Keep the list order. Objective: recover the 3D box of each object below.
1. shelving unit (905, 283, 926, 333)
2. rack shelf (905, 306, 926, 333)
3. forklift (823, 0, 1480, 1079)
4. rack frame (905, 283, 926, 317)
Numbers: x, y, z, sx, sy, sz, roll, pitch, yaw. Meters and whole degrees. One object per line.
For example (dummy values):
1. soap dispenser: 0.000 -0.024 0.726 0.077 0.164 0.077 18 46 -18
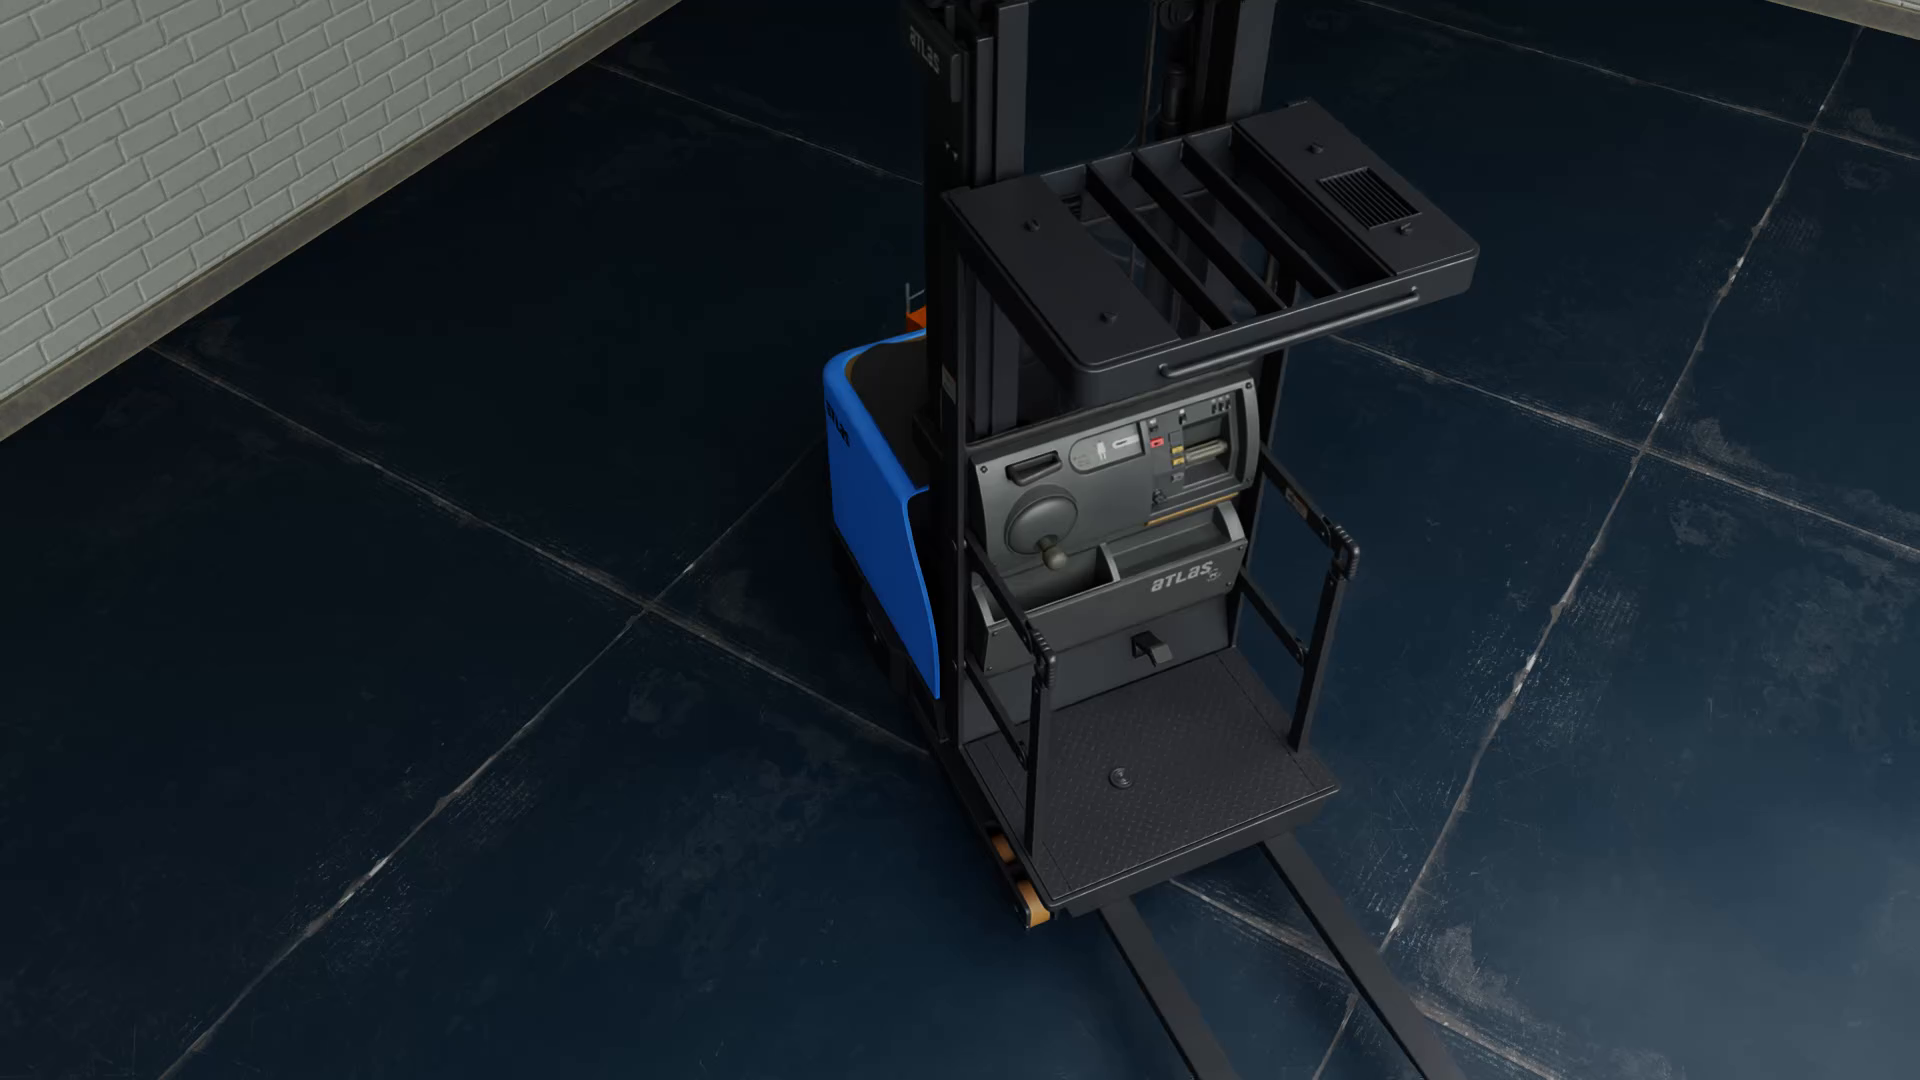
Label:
1. shelving unit: -0.049 -0.569 6.571 0.215 1.050 0.252 -33 54 -28
2. rack shelf: -0.049 -0.760 6.375 0.215 0.259 0.240 -33 54 -28
3. forklift: 0.569 -0.106 4.810 1.130 2.935 3.031 -18 49 -17
4. rack frame: -0.130 -0.635 6.635 0.200 1.050 0.008 -33 54 -28
